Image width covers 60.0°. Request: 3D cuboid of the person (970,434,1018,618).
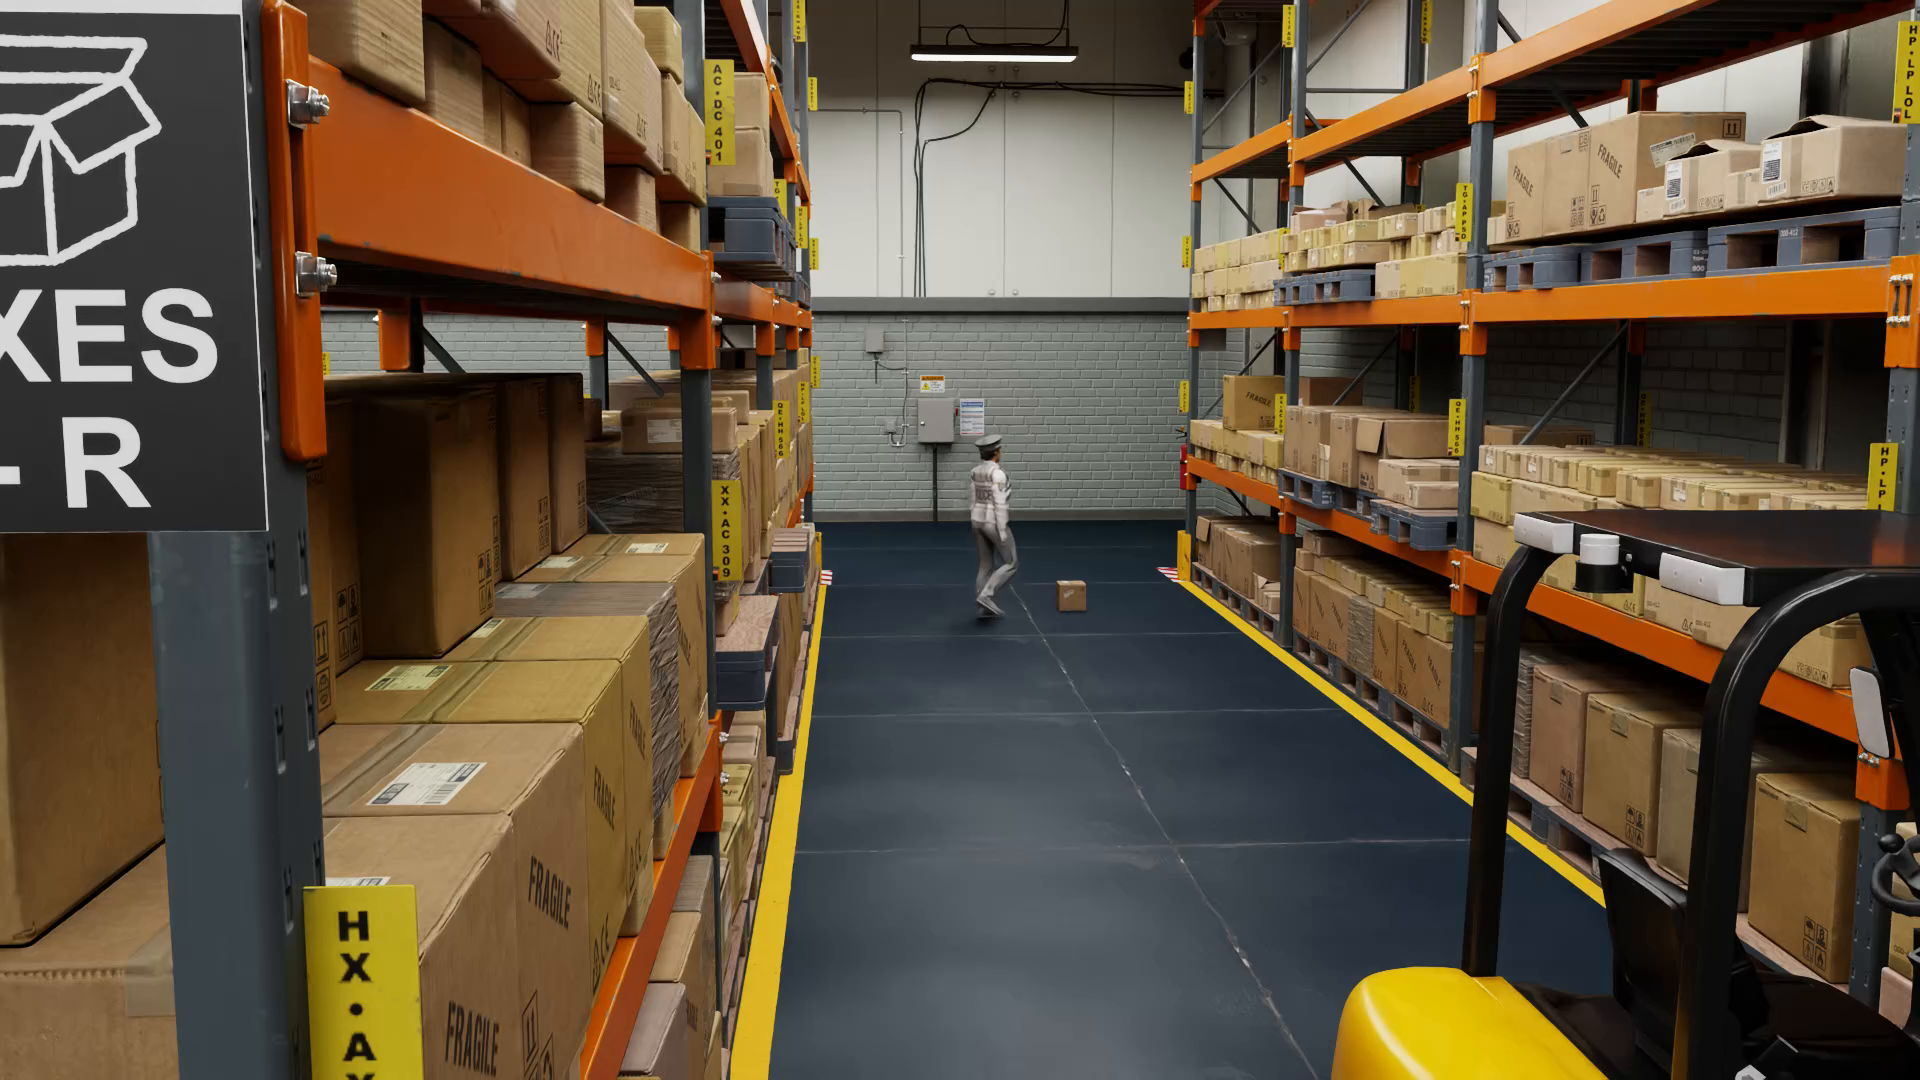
[{"bbox_3d":[0.251,-0.117,15.087,0.440,1.683,0.514,-5,9,-37],"label":"person"}]
